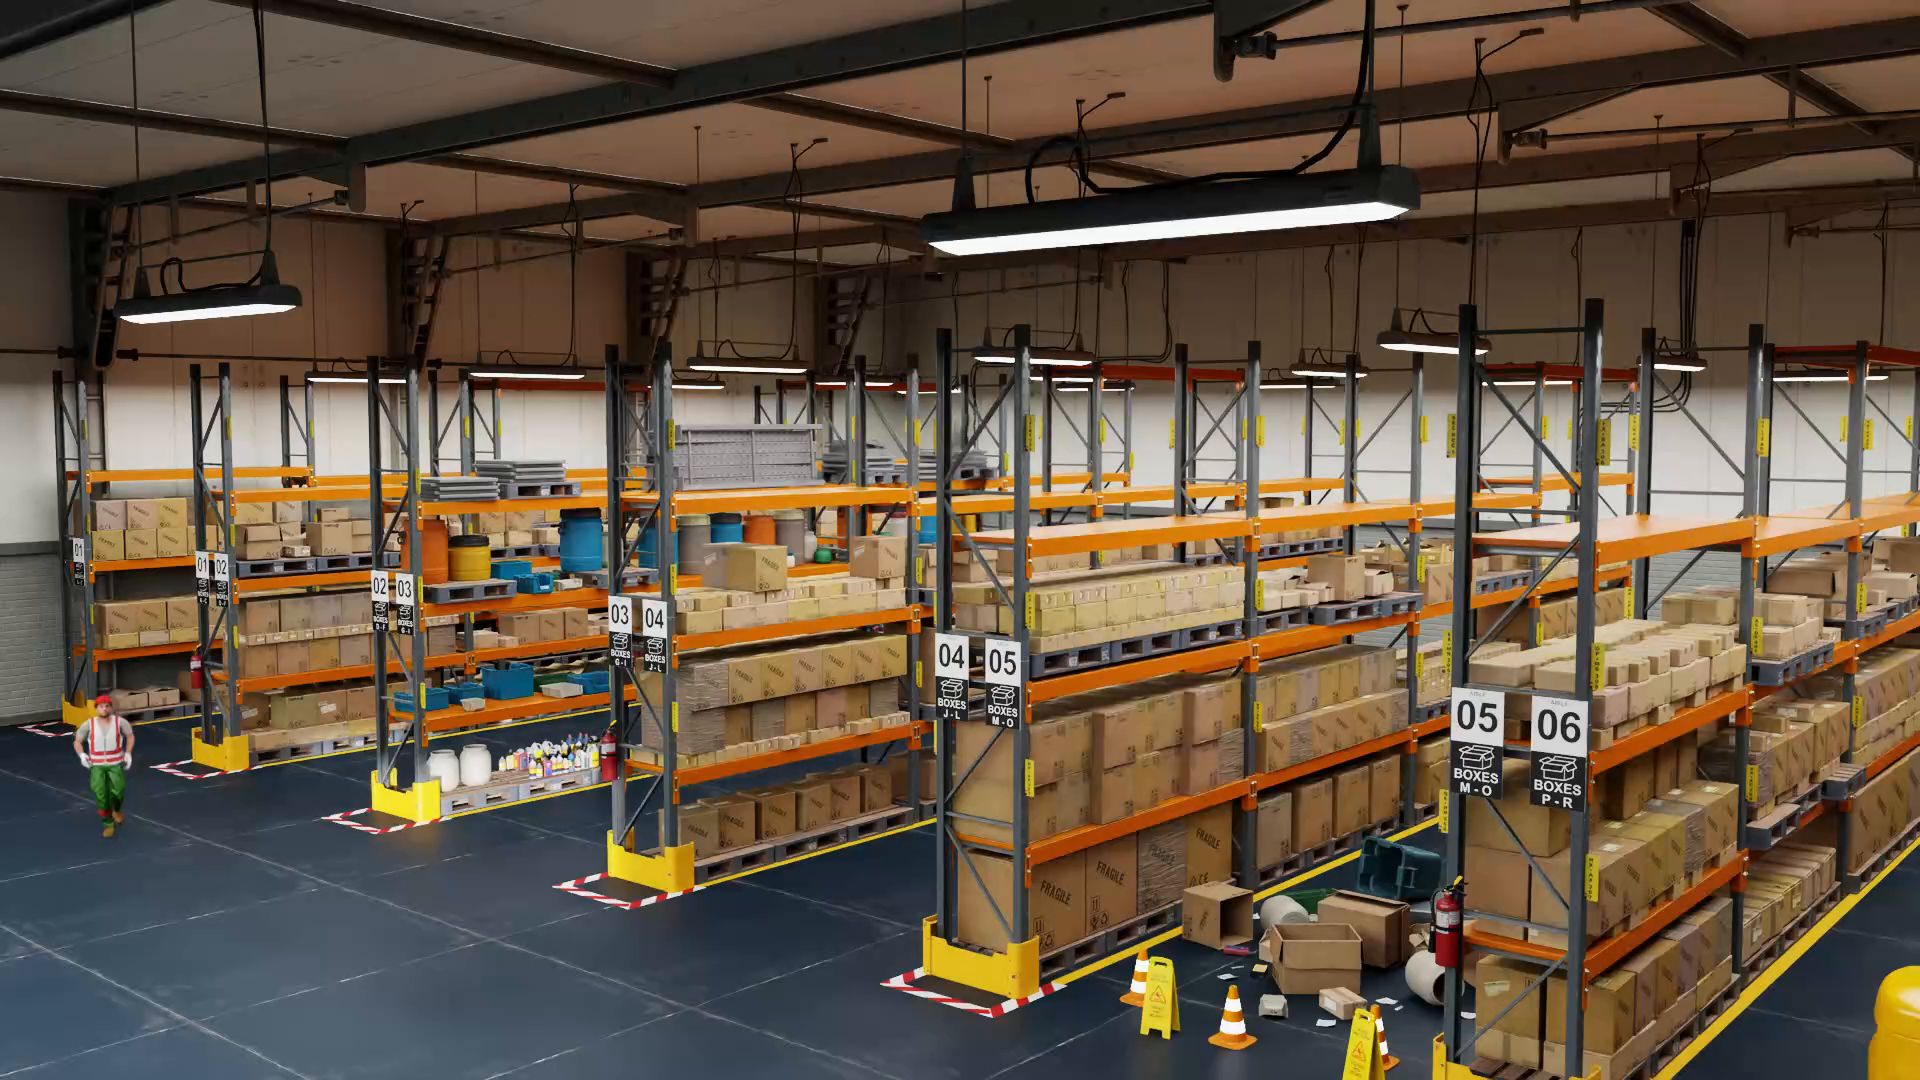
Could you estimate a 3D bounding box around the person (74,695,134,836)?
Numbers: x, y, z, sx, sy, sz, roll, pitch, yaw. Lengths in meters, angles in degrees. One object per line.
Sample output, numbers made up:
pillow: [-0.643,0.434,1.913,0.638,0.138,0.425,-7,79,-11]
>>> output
person: [-10.666,2.800,20.737,0.672,1.752,0.586,-2,5,-26]
